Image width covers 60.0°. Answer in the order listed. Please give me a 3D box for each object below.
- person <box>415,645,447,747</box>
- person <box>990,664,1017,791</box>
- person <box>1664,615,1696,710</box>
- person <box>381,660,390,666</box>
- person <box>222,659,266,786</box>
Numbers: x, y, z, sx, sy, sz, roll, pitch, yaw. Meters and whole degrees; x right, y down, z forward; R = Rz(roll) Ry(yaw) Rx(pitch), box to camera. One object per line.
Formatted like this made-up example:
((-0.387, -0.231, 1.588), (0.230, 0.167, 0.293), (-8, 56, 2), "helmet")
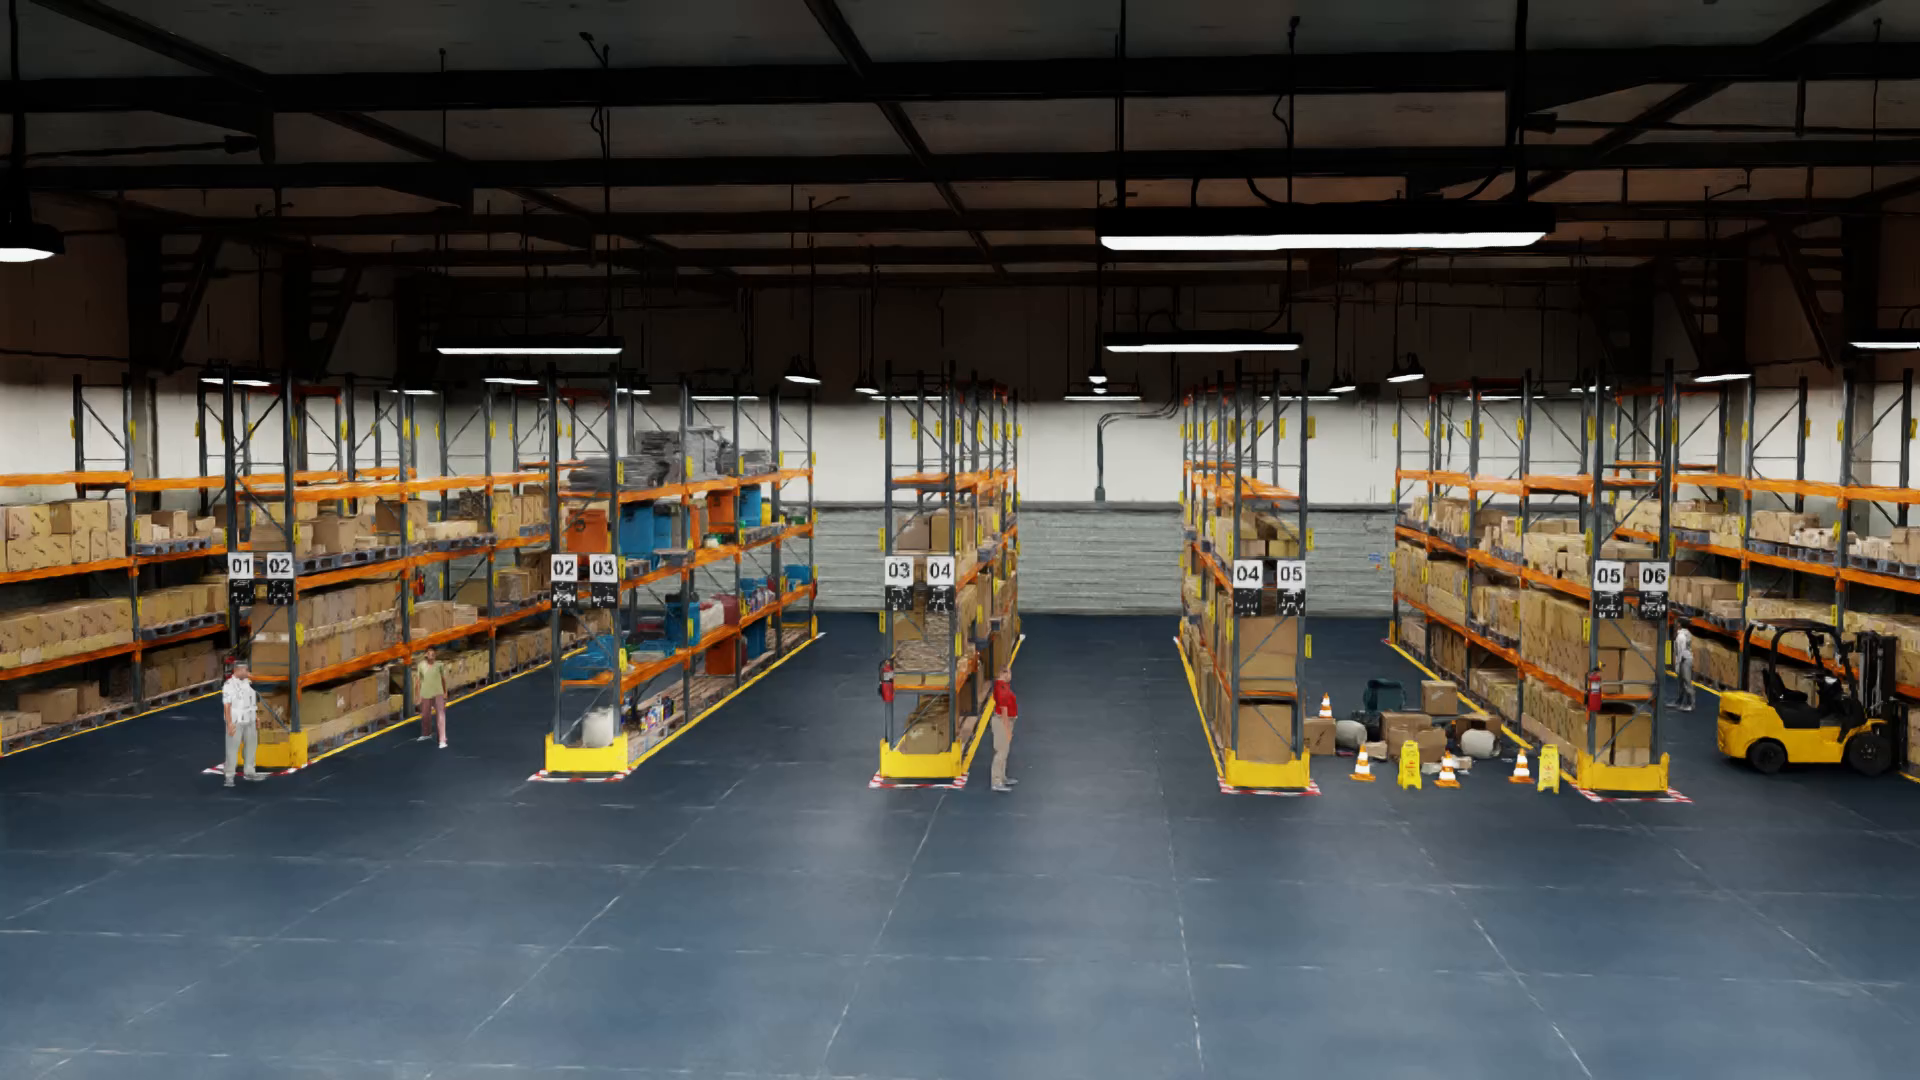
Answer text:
((-8.393, 2.461, 26.399), (0.484, 1.622, 0.953), (-1, 4, -18), "person")
((0.620, 2.594, 23.235), (0.409, 1.729, 0.651), (0, 4, -6), "person")
((12.960, 2.191, 29.868), (0.555, 1.664, 0.586), (2, 4, 31), "person")
((-11.350, 2.043, 32.322), (0.543, 1.649, 1.109), (0, 4, 3), "person")
((-10.182, 2.561, 23.562), (0.423, 1.763, 0.641), (1, 4, 18), "person")
